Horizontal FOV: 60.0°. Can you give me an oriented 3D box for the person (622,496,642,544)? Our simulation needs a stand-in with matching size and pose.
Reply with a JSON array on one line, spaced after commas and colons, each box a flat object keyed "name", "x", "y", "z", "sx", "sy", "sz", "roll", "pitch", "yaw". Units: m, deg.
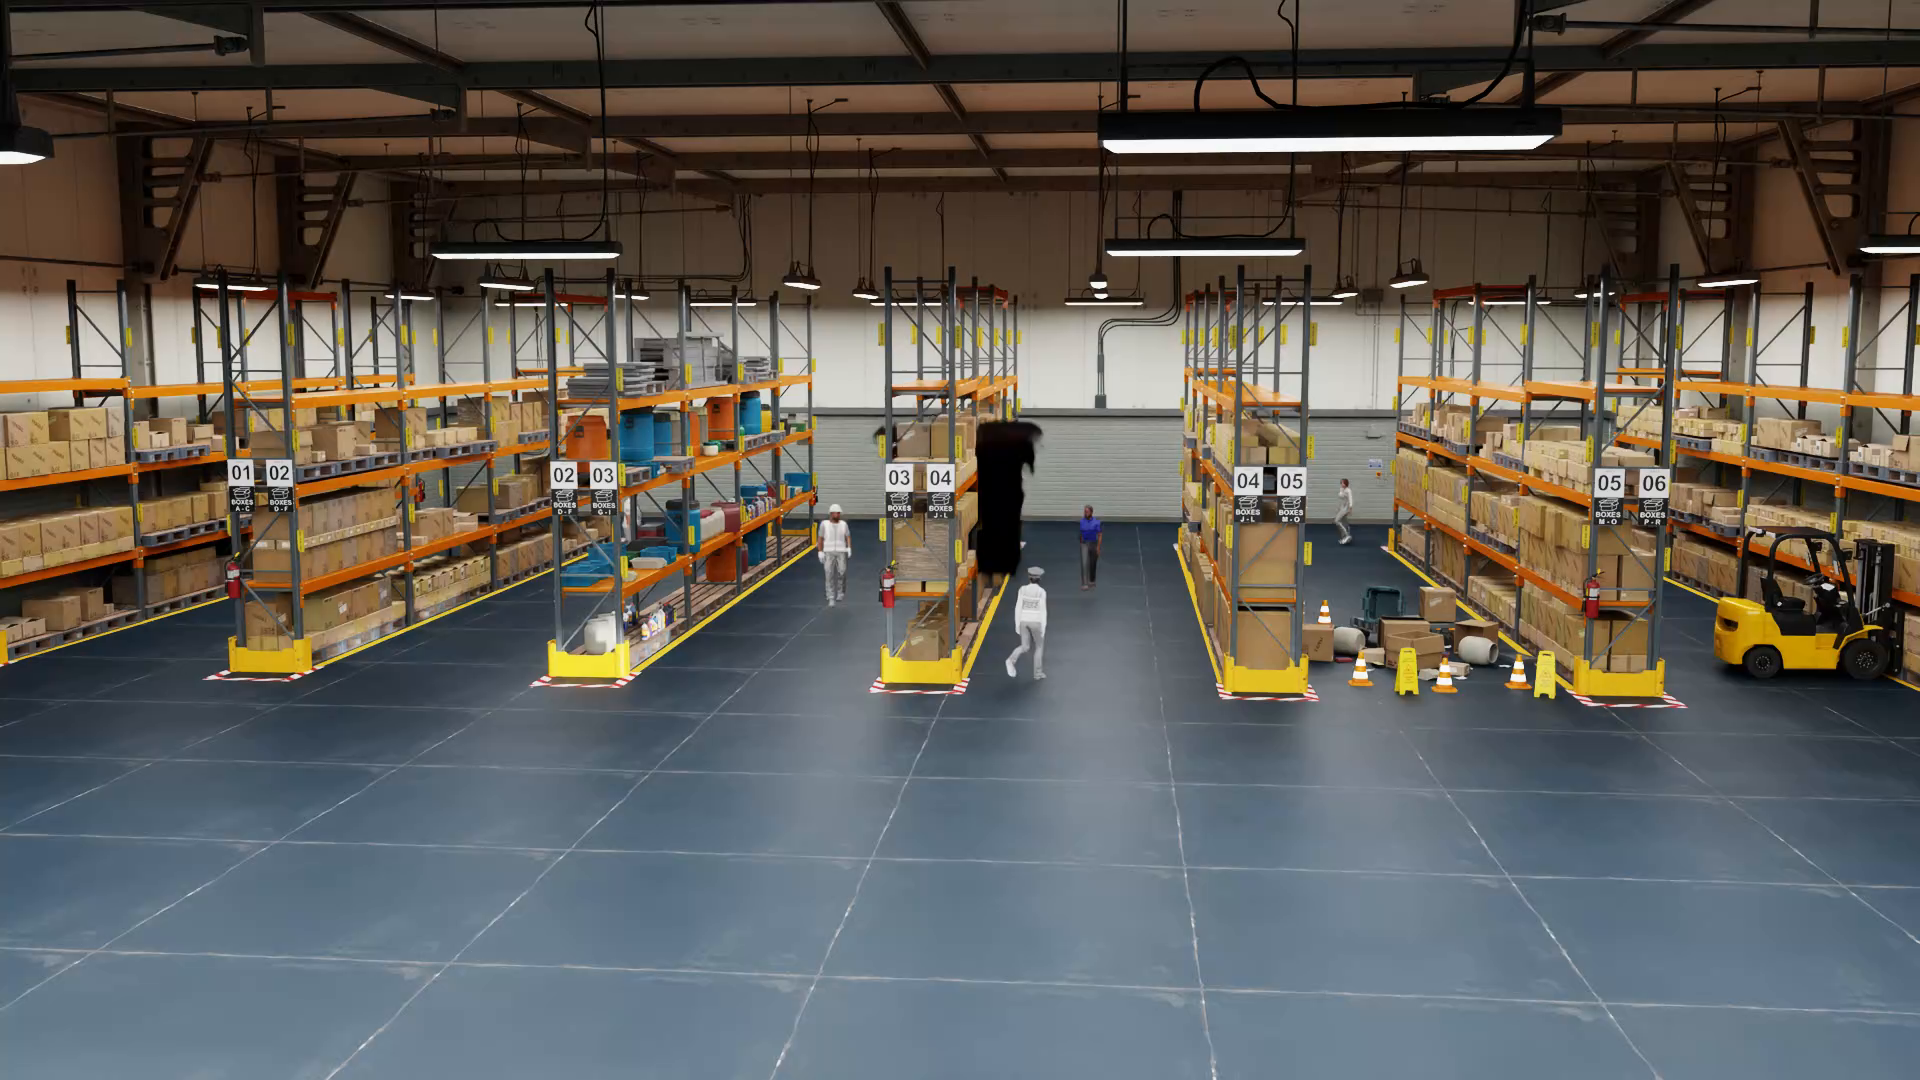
[{"name": "person", "x": -7.079, "y": -0.255, "z": 36.003, "sx": 0.452, "sy": 1.761, "sz": 0.606, "roll": 0, "pitch": 7, "yaw": -3}]

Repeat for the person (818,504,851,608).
[{"name": "person", "x": -2.232, "y": 0.270, "z": 29.678, "sx": 0.593, "sy": 1.782, "sz": 0.714, "roll": -1, "pitch": 7, "yaw": -7}]

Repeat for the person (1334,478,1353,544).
[{"name": "person", "x": 9.307, "y": -0.705, "z": 40.372, "sx": 0.448, "sy": 1.602, "sz": 0.382, "roll": 1, "pitch": 7, "yaw": 5}]

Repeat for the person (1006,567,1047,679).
[{"name": "person", "x": 1.016, "y": 1.235, "z": 24.281, "sx": 0.479, "sy": 1.658, "sz": 0.728, "roll": 5, "pitch": 9, "yaw": 38}]

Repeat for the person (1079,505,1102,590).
[{"name": "person", "x": 2.449, "y": 0.132, "z": 31.278, "sx": 0.434, "sy": 1.599, "sz": 0.982, "roll": 0, "pitch": 7, "yaw": 2}]
